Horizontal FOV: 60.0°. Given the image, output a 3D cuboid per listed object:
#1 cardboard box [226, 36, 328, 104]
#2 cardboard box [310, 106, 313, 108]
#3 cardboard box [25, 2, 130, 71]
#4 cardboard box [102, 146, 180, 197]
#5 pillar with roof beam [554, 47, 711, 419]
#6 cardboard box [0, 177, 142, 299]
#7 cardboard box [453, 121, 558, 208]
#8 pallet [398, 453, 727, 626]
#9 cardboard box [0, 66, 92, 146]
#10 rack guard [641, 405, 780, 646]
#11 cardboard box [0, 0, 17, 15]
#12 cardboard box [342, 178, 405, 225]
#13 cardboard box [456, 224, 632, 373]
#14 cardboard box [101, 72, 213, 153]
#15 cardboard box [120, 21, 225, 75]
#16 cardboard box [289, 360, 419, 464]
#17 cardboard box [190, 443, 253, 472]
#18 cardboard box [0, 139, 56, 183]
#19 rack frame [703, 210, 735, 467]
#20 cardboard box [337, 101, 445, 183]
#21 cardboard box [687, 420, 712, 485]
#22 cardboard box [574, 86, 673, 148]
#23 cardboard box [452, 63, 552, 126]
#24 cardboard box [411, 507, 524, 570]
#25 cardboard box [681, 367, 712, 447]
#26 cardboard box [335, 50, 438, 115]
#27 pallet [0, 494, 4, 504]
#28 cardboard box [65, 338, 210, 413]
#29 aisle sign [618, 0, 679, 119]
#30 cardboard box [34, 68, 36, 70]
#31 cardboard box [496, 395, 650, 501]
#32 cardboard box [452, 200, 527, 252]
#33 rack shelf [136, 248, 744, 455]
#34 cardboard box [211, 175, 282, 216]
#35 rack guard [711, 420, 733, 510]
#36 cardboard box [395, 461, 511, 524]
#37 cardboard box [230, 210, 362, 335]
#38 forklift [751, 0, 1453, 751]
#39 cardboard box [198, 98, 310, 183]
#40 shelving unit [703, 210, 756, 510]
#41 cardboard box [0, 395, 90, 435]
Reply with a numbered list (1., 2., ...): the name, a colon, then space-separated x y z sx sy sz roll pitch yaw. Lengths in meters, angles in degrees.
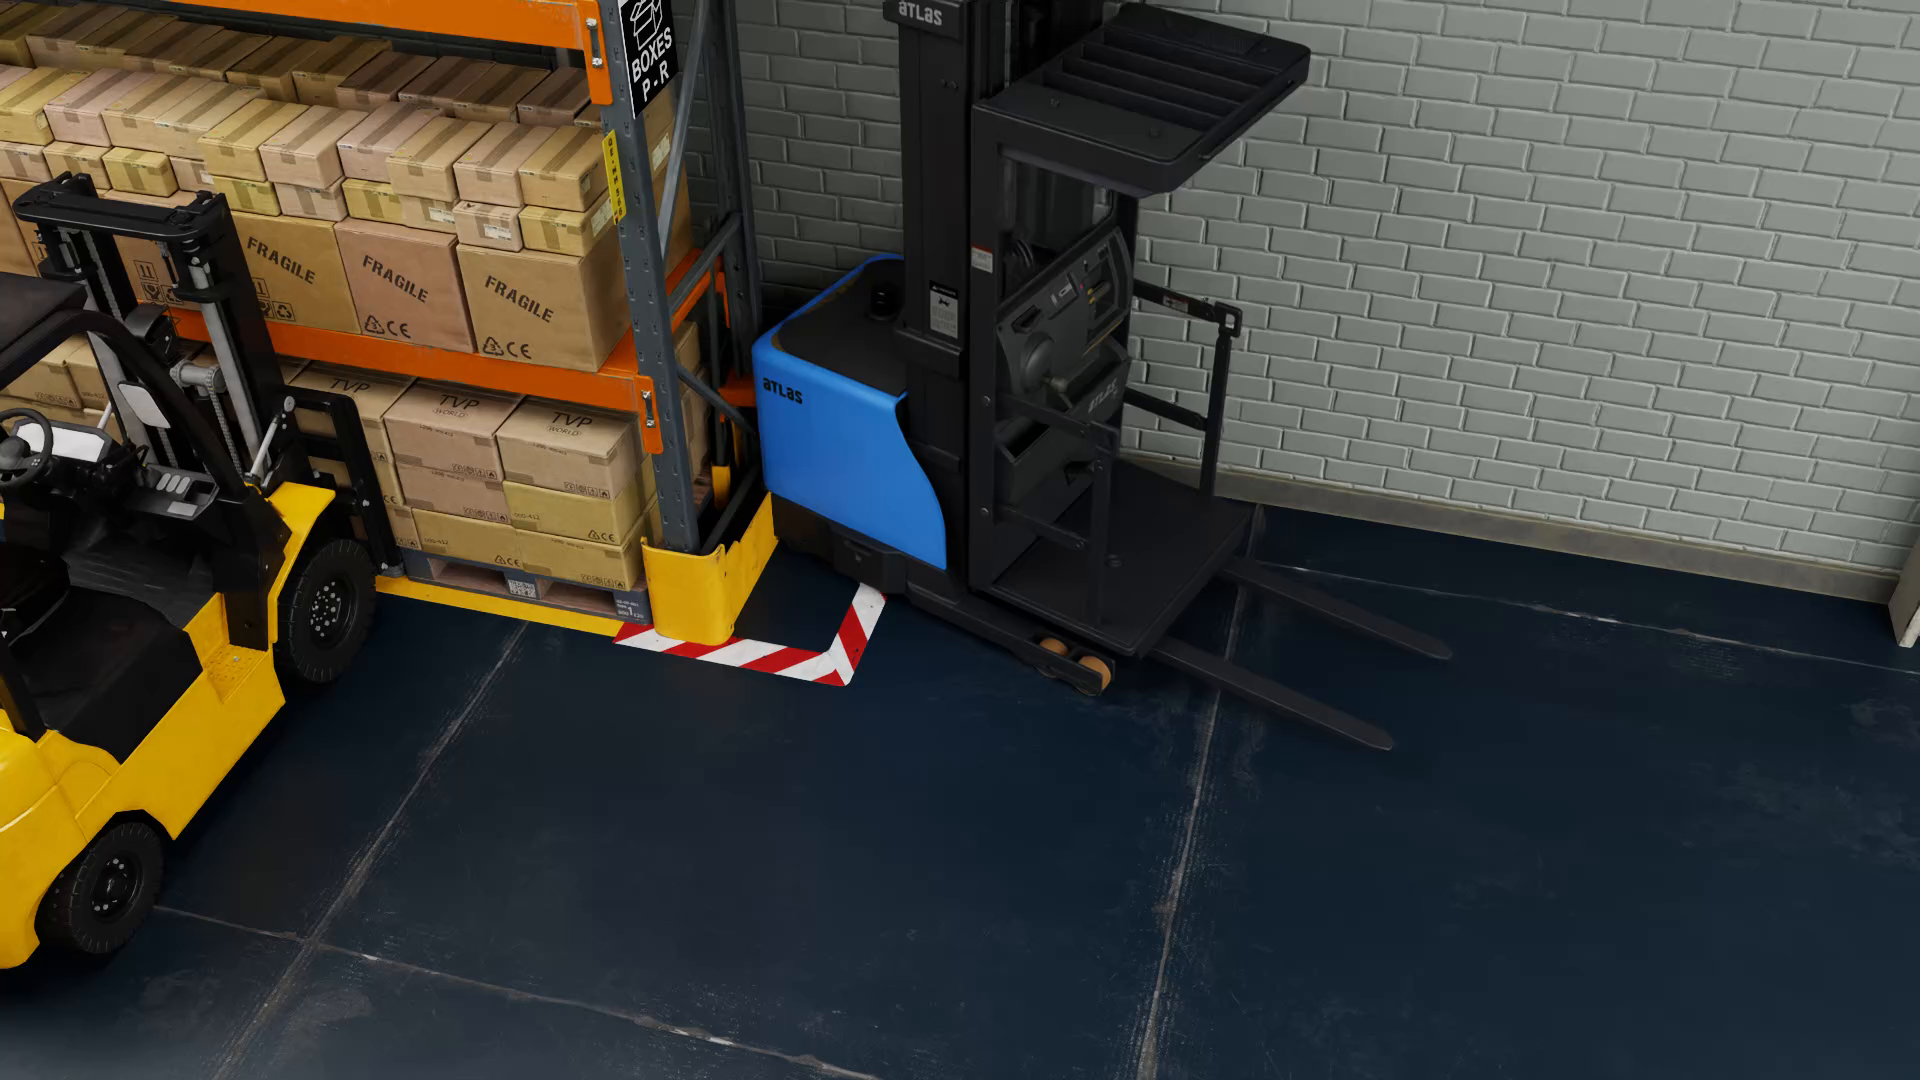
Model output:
1. cardboard box: -2.816 -1.940 6.914 0.250 0.149 0.380 10 41 12
2. cardboard box: -2.545 -1.838 7.024 0.250 0.149 0.380 11 41 13
3. cardboard box: -3.789 -2.170 7.188 0.250 0.149 0.380 9 41 11
4. cardboard box: -3.196 -1.542 6.671 0.250 0.149 0.380 9 41 11
5. pillar with roof beam: -2.613 -1.374 2.389 0.400 9.000 9.100 10 41 11
6. cardboard box: -3.566 -1.383 6.987 0.500 0.500 0.500 9 41 11
7. cardboard box: -1.707 -1.427 6.303 0.250 0.149 0.380 10 41 11
8. pallet: -1.810 -0.109 7.716 1.213 0.211 1.003 10 41 11
9. cardboard box: -3.689 -1.747 6.684 0.250 0.149 0.380 9 41 11
10. rack guard: -1.037 -0.115 7.498 0.348 0.500 1.175 10 41 11
11. cardboard box: -4.306 -2.209 7.234 0.250 0.149 0.380 9 41 10
12. cardboard box: -2.194 -1.400 6.502 0.250 0.149 0.380 9 41 11
13. cardboard box: -1.604 -1.033 6.570 0.500 0.500 0.500 9 41 10
14. cardboard box: -3.183 -1.709 6.639 0.250 0.149 0.380 10 41 12
15. cardboard box: -3.309 -2.043 7.037 0.250 0.149 0.380 9 41 11
16. cardboard box: -2.571 -0.608 7.176 0.500 0.250 0.500 10 41 12
17. cardboard box: -3.080 -0.510 7.448 0.500 0.250 0.500 10 41 11
18. cardboard box: -3.703 -1.611 6.754 0.250 0.149 0.380 9 41 11
19. rack frame: -1.074 -0.909 7.605 0.032 1.500 0.500 4 39 2
20. cardboard box: -2.188 -1.541 6.439 0.250 0.149 0.380 10 41 12
21. cardboard box: -1.484 -0.387 7.690 0.500 0.250 0.500 10 41 12
22. cardboard box: -1.330 -1.665 6.587 0.250 0.149 0.380 9 41 11
23. cardboard box: -1.832 -1.765 6.705 0.250 0.149 0.380 11 41 12
24. cardboard box: -2.074 -0.154 7.413 0.500 0.250 0.500 10 41 11
25. cardboard box: -1.461 -0.582 7.534 0.500 0.250 0.500 10 41 12
26. cardboard box: -2.329 -1.843 6.799 0.250 0.149 0.380 11 41 13
27. pallet: -4.167 -0.515 8.199 1.213 0.211 1.003 10 41 11
28. cardboard box: -3.563 -0.789 7.392 0.500 0.250 0.500 11 41 13
29. aisle sign: -1.073 -1.878 5.632 0.004 0.787 0.394 10 41 11
30. cardboard box: -4.043 -2.064 7.294 0.250 0.149 0.380 11 41 13
31. cardboard box: -1.586 -0.449 6.987 0.500 0.250 0.500 11 41 13
32. cardboard box: -1.722 -1.270 6.348 0.250 0.149 0.380 10 41 12
33. rack shelf: -2.992 -1.133 7.326 4.000 0.370 1.077 10 41 11
34. cardboard box: -2.713 -1.444 6.555 0.250 0.149 0.380 10 41 12
35. rack guard: -1.099 -0.422 7.995 0.087 0.250 0.587 4 39 2
36. cardboard box: -2.093 -0.352 7.259 0.500 0.250 0.500 9 41 11
37. cardboard box: -2.598 -1.210 6.780 0.500 0.500 0.500 9 41 11
38. forklift: 0.596 -0.862 6.498 3.031 2.935 1.130 24 45 25
39. cardboard box: -2.720 -1.555 6.456 0.250 0.149 0.380 11 41 12
40. shelving unit: -0.576 -0.870 7.590 1.083 1.500 0.587 4 39 2
41. cardboard box: -4.050 -0.685 7.657 0.500 0.250 0.500 10 41 11
